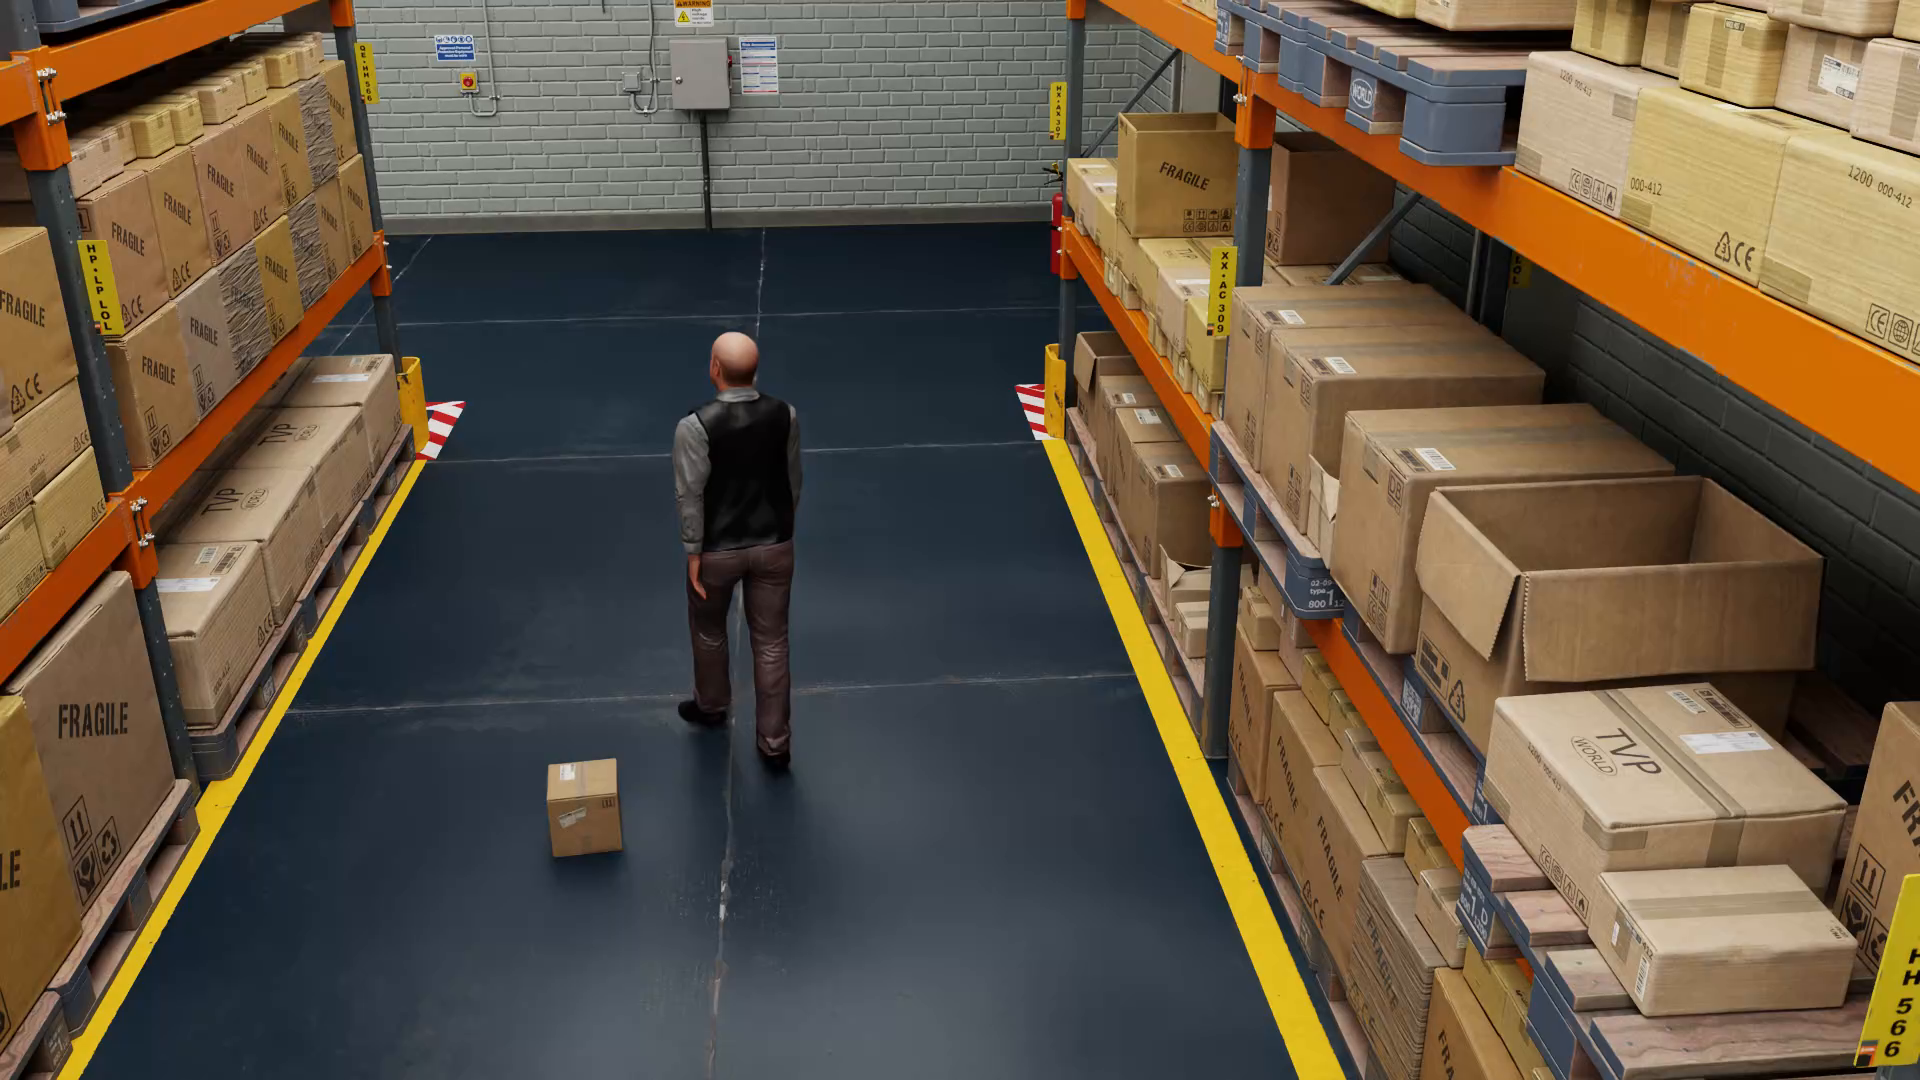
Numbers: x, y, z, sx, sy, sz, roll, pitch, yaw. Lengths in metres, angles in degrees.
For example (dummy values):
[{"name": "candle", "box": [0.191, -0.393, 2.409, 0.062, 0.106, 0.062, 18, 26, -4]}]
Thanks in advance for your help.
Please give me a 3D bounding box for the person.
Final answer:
[{"name": "person", "box": [-0.858, 0.034, 6.565, 0.537, 1.735, 0.732, -9, 25, -19]}]
